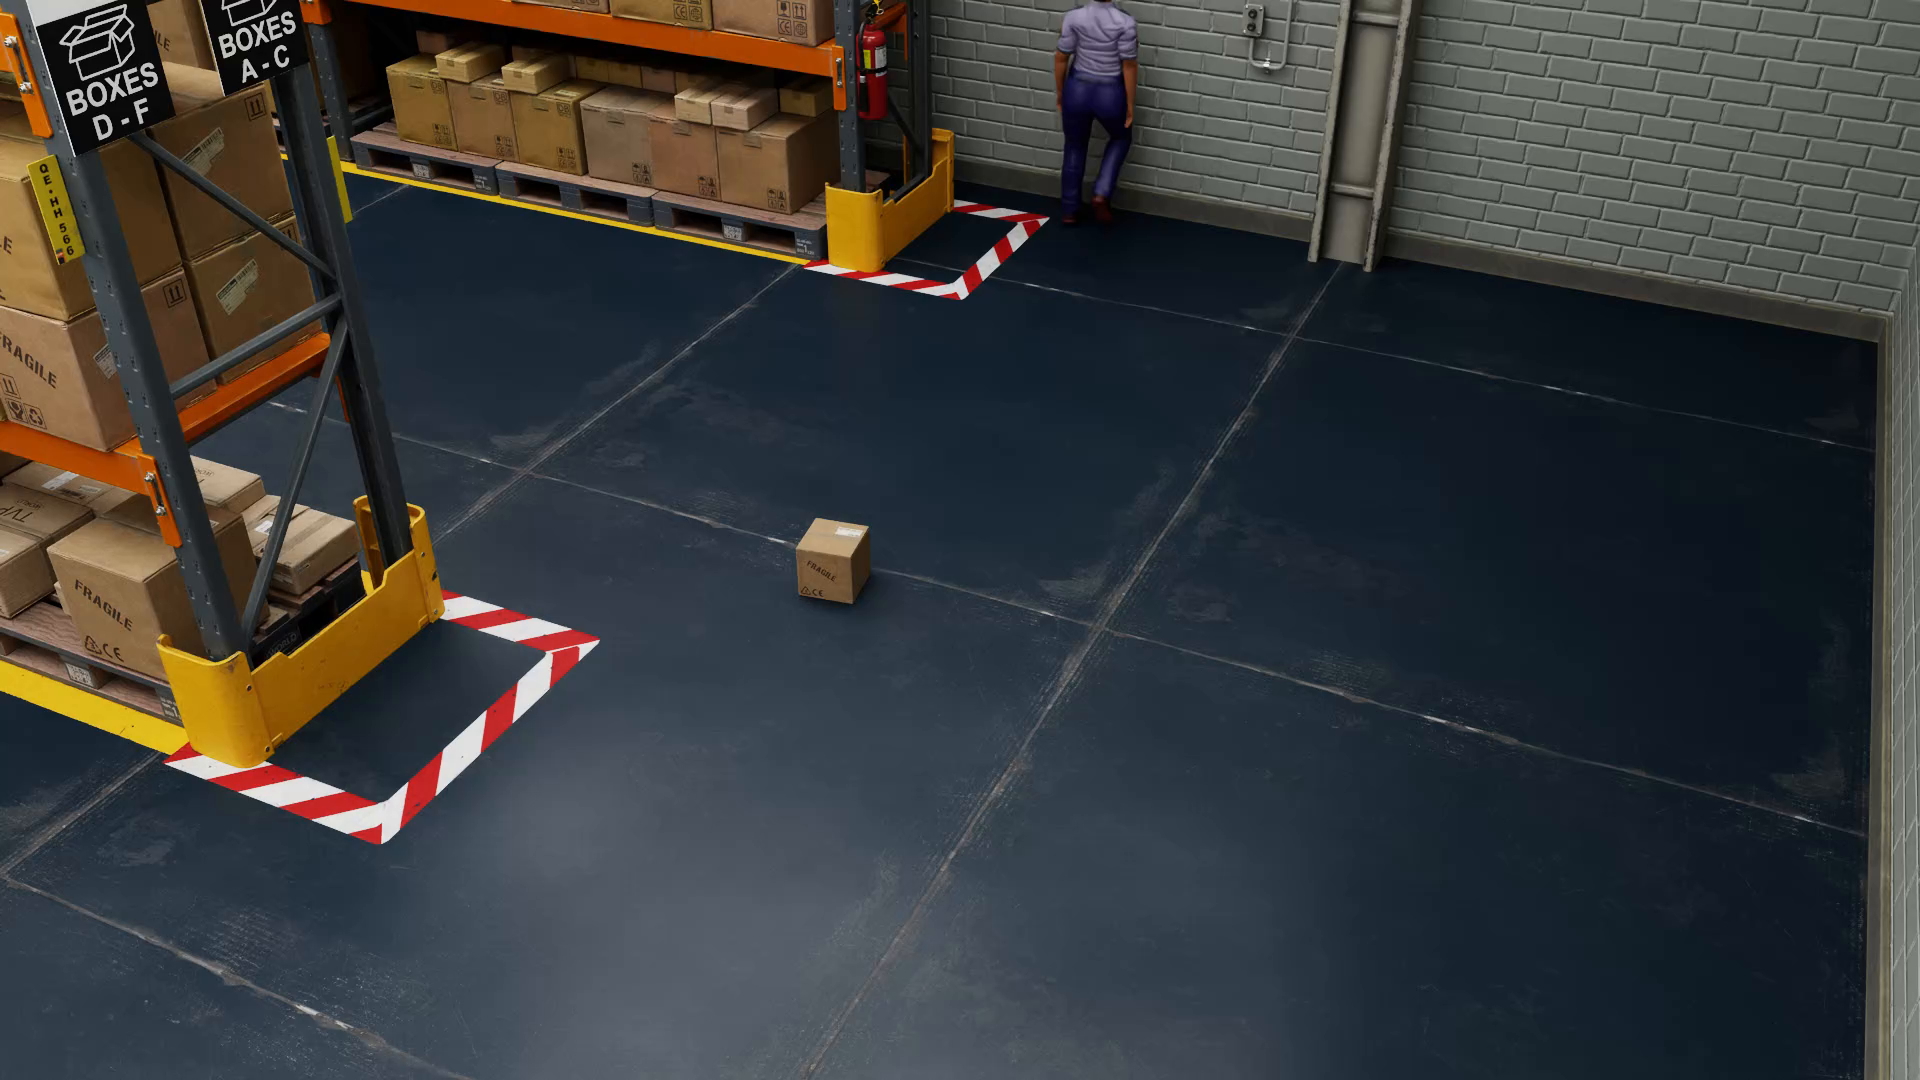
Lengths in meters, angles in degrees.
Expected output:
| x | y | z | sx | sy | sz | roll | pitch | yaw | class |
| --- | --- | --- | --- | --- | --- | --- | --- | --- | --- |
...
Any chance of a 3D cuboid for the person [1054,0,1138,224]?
| x | y | z | sx | sy | sz | roll | pitch | yaw | class |
| --- | --- | --- | --- | --- | --- | --- | --- | --- | --- |
| 0.835 | -2.710 | 10.165 | 0.509 | 1.650 | 0.482 | 7 | 35 | 10 | person |
